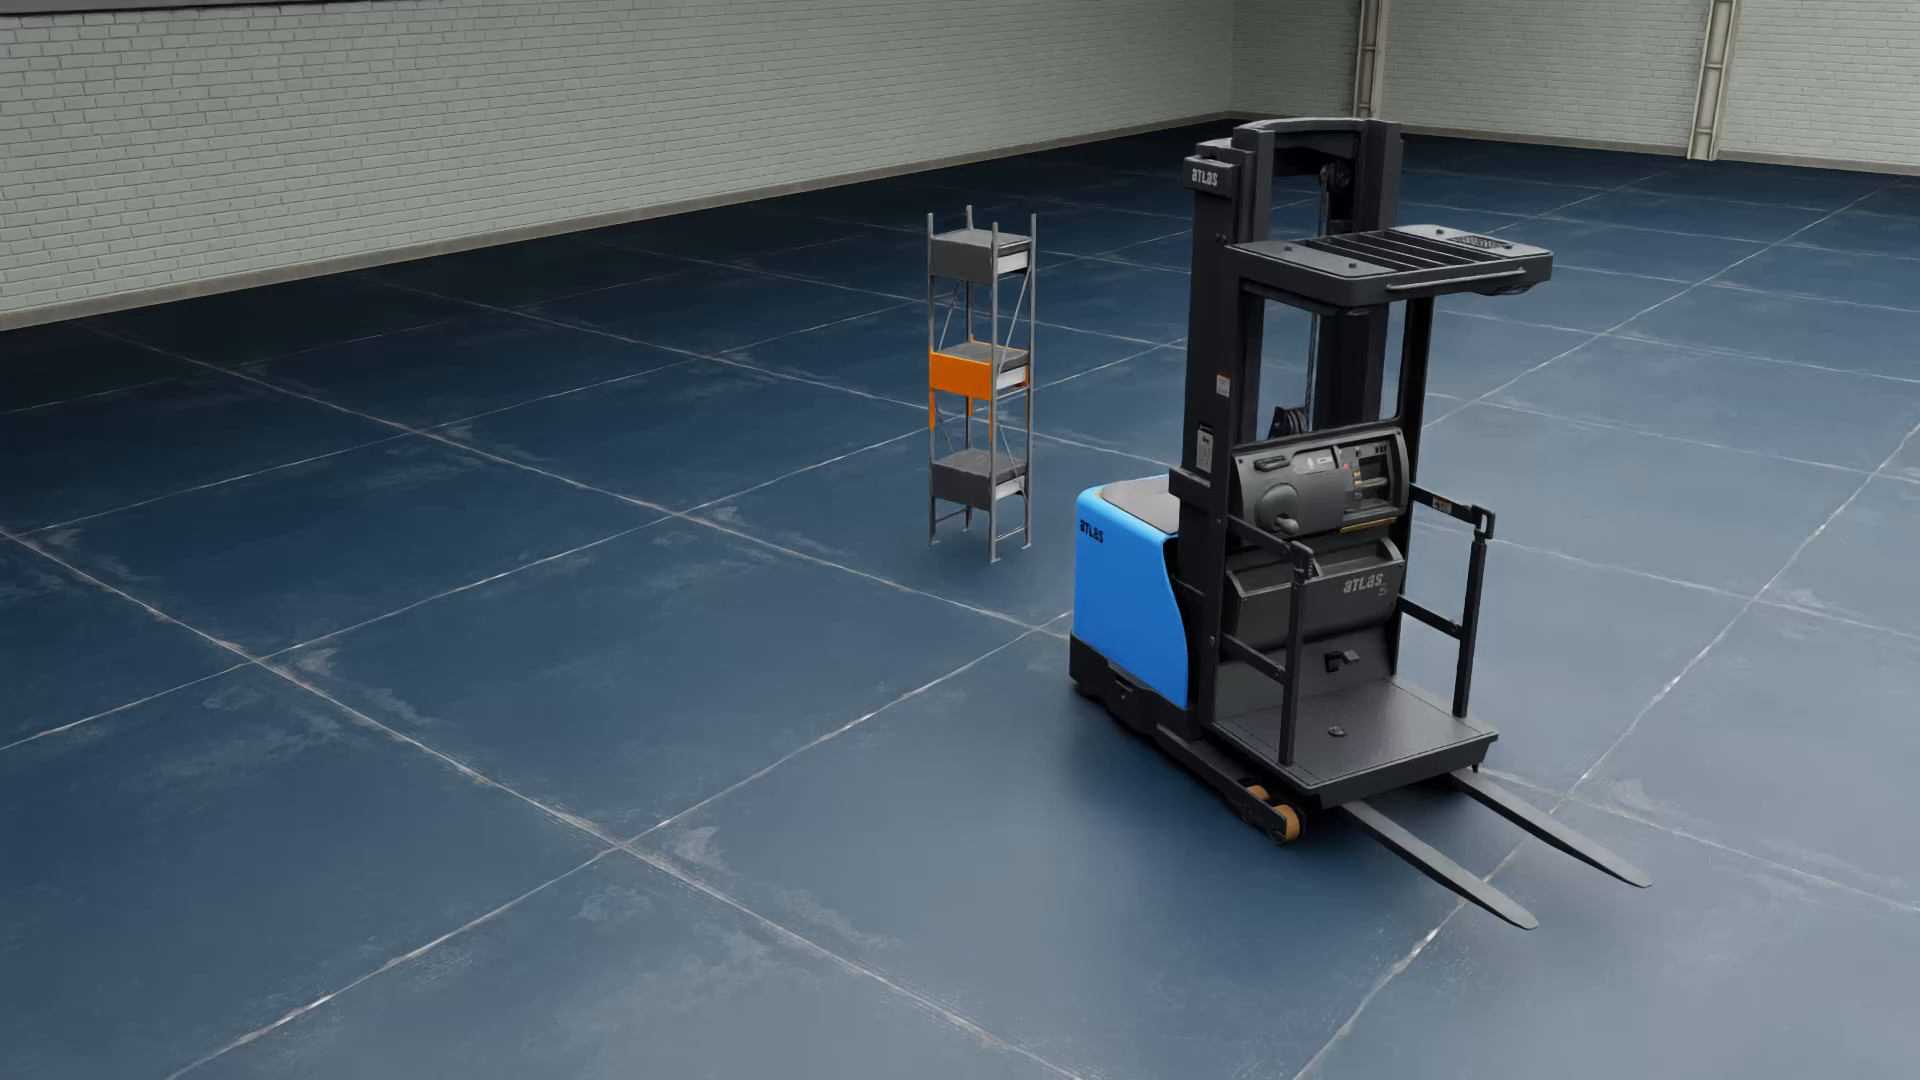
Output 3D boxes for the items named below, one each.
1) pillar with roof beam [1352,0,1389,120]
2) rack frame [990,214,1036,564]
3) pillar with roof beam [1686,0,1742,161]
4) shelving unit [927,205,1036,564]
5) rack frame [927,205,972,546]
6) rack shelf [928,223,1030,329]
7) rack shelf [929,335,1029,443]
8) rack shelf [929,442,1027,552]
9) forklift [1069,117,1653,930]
[{"bbox_3d":[4.761,-10.606,26.040,0.400,9.000,9.100,16,26,36],"label":"pillar with roof beam"},{"bbox_3d":[0.317,-0.891,10.055,0.015,2.100,0.400,16,26,36],"label":"rack frame"},{"bbox_3d":[9.410,-9.267,22.490,0.400,9.000,9.100,16,26,36],"label":"pillar with roof beam"},{"bbox_3d":[0.128,-0.946,10.200,0.503,2.100,0.431,16,26,36],"label":"shelving unit"},{"bbox_3d":[-0.061,-1.000,10.344,0.015,2.100,0.400,16,26,36],"label":"rack frame"},{"bbox_3d":[0.128,-1.588,9.958,0.480,0.518,0.431,16,26,36],"label":"rack shelf"},{"bbox_3d":[0.128,-0.933,10.205,0.480,0.518,0.431,16,26,36],"label":"rack shelf"},{"bbox_3d":[0.128,-0.278,10.452,0.480,0.518,0.431,16,26,36],"label":"rack shelf"},{"bbox_3d":[1.701,-0.240,7.150,1.130,2.935,3.031,-11,23,-26],"label":"forklift"}]
